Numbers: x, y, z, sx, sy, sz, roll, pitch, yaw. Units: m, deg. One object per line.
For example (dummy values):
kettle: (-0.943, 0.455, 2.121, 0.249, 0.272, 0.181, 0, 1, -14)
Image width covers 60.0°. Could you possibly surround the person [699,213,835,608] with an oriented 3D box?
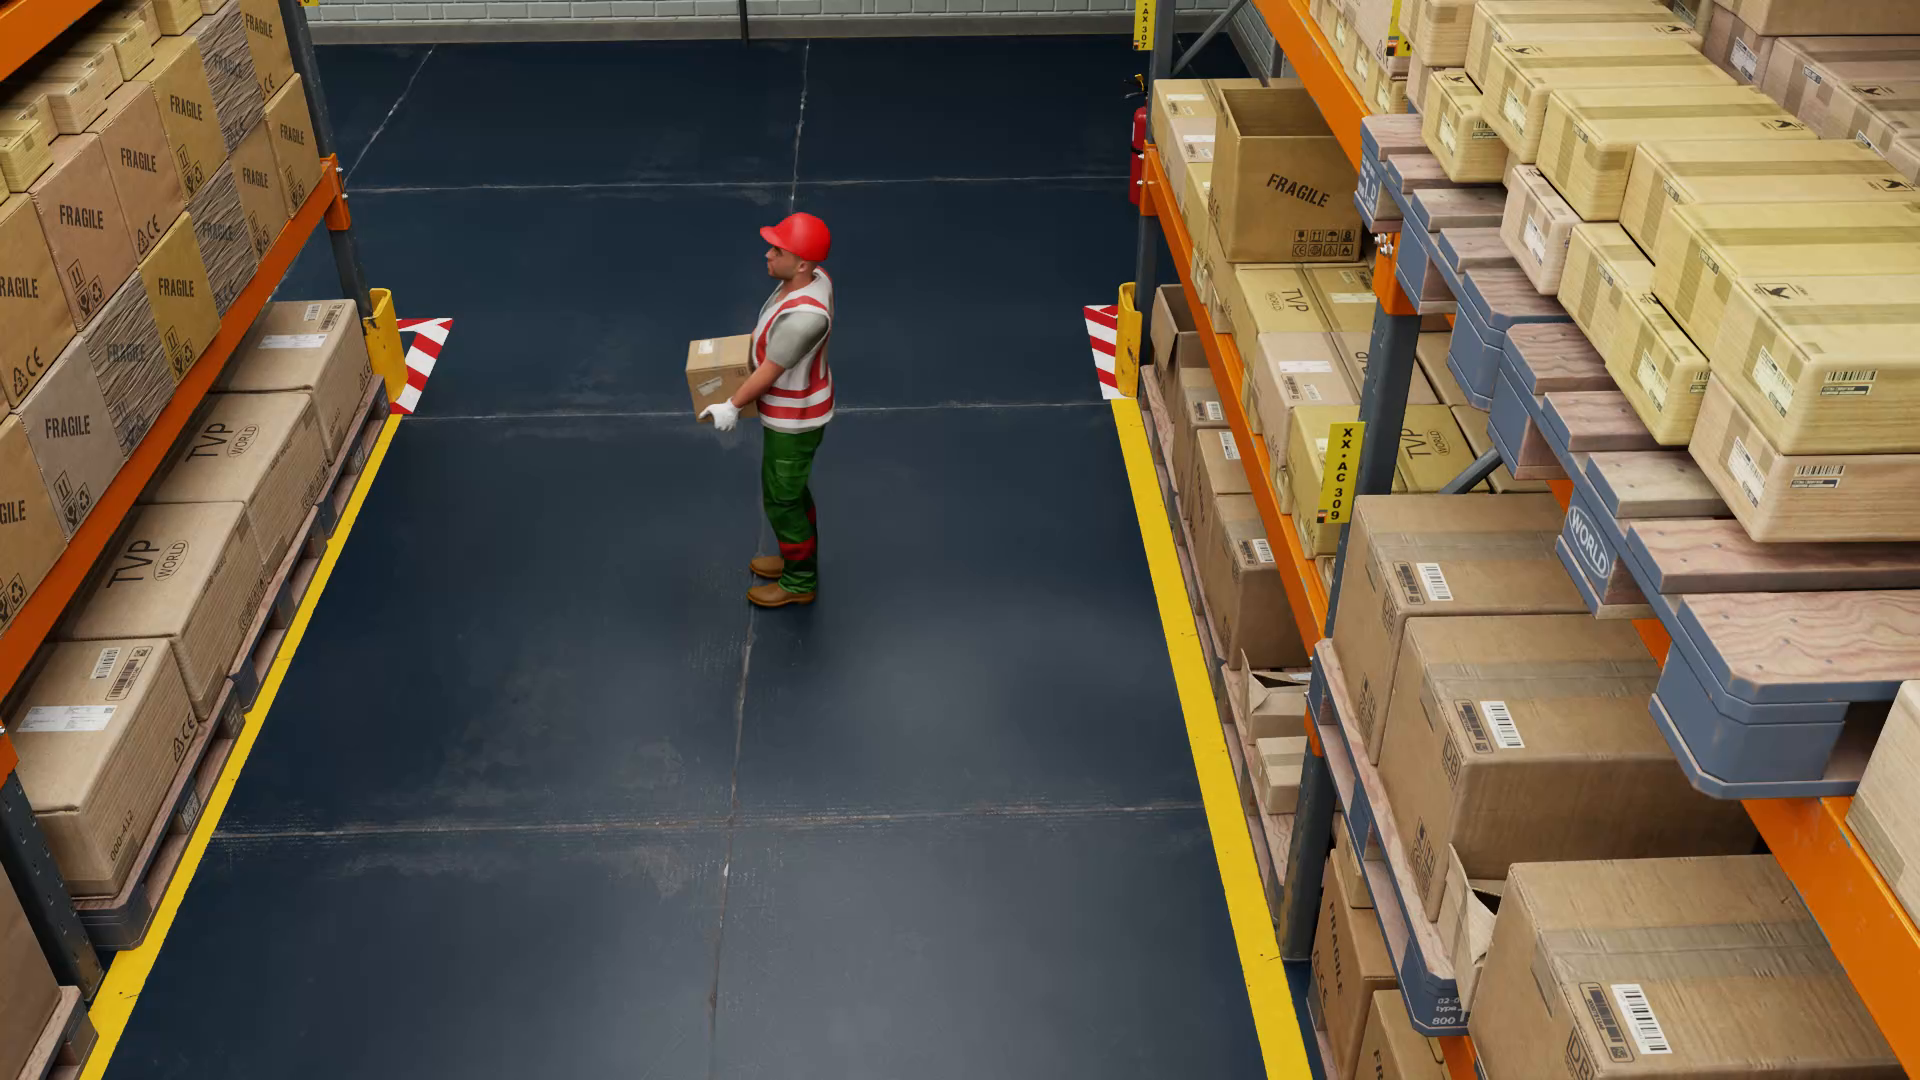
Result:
person: (-0.779, -0.515, 6.867, 0.564, 1.782, 0.494, -2, 35, -2)
